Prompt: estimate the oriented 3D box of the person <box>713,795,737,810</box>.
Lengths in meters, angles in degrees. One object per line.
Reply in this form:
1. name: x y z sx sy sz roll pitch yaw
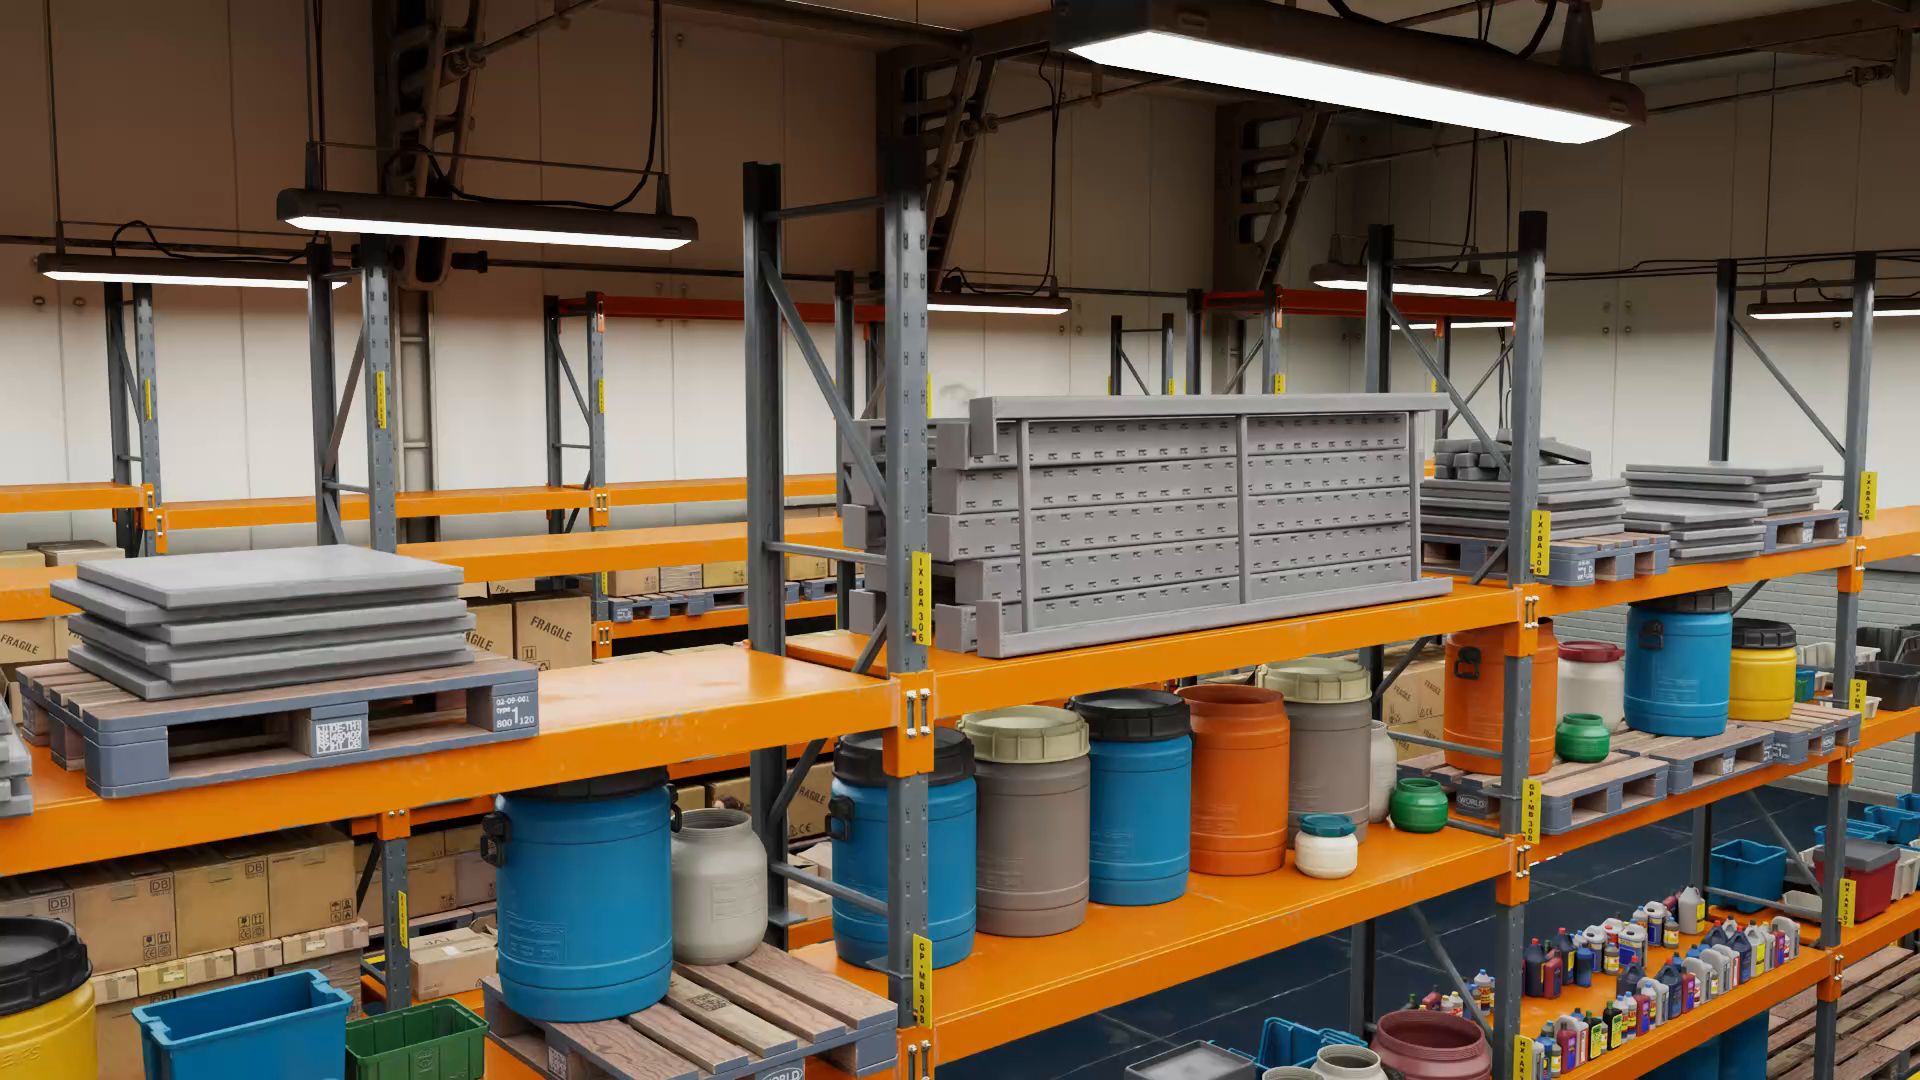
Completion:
1. person: -2.034 2.986 14.243 0.584 1.620 0.561 -5 8 -44
